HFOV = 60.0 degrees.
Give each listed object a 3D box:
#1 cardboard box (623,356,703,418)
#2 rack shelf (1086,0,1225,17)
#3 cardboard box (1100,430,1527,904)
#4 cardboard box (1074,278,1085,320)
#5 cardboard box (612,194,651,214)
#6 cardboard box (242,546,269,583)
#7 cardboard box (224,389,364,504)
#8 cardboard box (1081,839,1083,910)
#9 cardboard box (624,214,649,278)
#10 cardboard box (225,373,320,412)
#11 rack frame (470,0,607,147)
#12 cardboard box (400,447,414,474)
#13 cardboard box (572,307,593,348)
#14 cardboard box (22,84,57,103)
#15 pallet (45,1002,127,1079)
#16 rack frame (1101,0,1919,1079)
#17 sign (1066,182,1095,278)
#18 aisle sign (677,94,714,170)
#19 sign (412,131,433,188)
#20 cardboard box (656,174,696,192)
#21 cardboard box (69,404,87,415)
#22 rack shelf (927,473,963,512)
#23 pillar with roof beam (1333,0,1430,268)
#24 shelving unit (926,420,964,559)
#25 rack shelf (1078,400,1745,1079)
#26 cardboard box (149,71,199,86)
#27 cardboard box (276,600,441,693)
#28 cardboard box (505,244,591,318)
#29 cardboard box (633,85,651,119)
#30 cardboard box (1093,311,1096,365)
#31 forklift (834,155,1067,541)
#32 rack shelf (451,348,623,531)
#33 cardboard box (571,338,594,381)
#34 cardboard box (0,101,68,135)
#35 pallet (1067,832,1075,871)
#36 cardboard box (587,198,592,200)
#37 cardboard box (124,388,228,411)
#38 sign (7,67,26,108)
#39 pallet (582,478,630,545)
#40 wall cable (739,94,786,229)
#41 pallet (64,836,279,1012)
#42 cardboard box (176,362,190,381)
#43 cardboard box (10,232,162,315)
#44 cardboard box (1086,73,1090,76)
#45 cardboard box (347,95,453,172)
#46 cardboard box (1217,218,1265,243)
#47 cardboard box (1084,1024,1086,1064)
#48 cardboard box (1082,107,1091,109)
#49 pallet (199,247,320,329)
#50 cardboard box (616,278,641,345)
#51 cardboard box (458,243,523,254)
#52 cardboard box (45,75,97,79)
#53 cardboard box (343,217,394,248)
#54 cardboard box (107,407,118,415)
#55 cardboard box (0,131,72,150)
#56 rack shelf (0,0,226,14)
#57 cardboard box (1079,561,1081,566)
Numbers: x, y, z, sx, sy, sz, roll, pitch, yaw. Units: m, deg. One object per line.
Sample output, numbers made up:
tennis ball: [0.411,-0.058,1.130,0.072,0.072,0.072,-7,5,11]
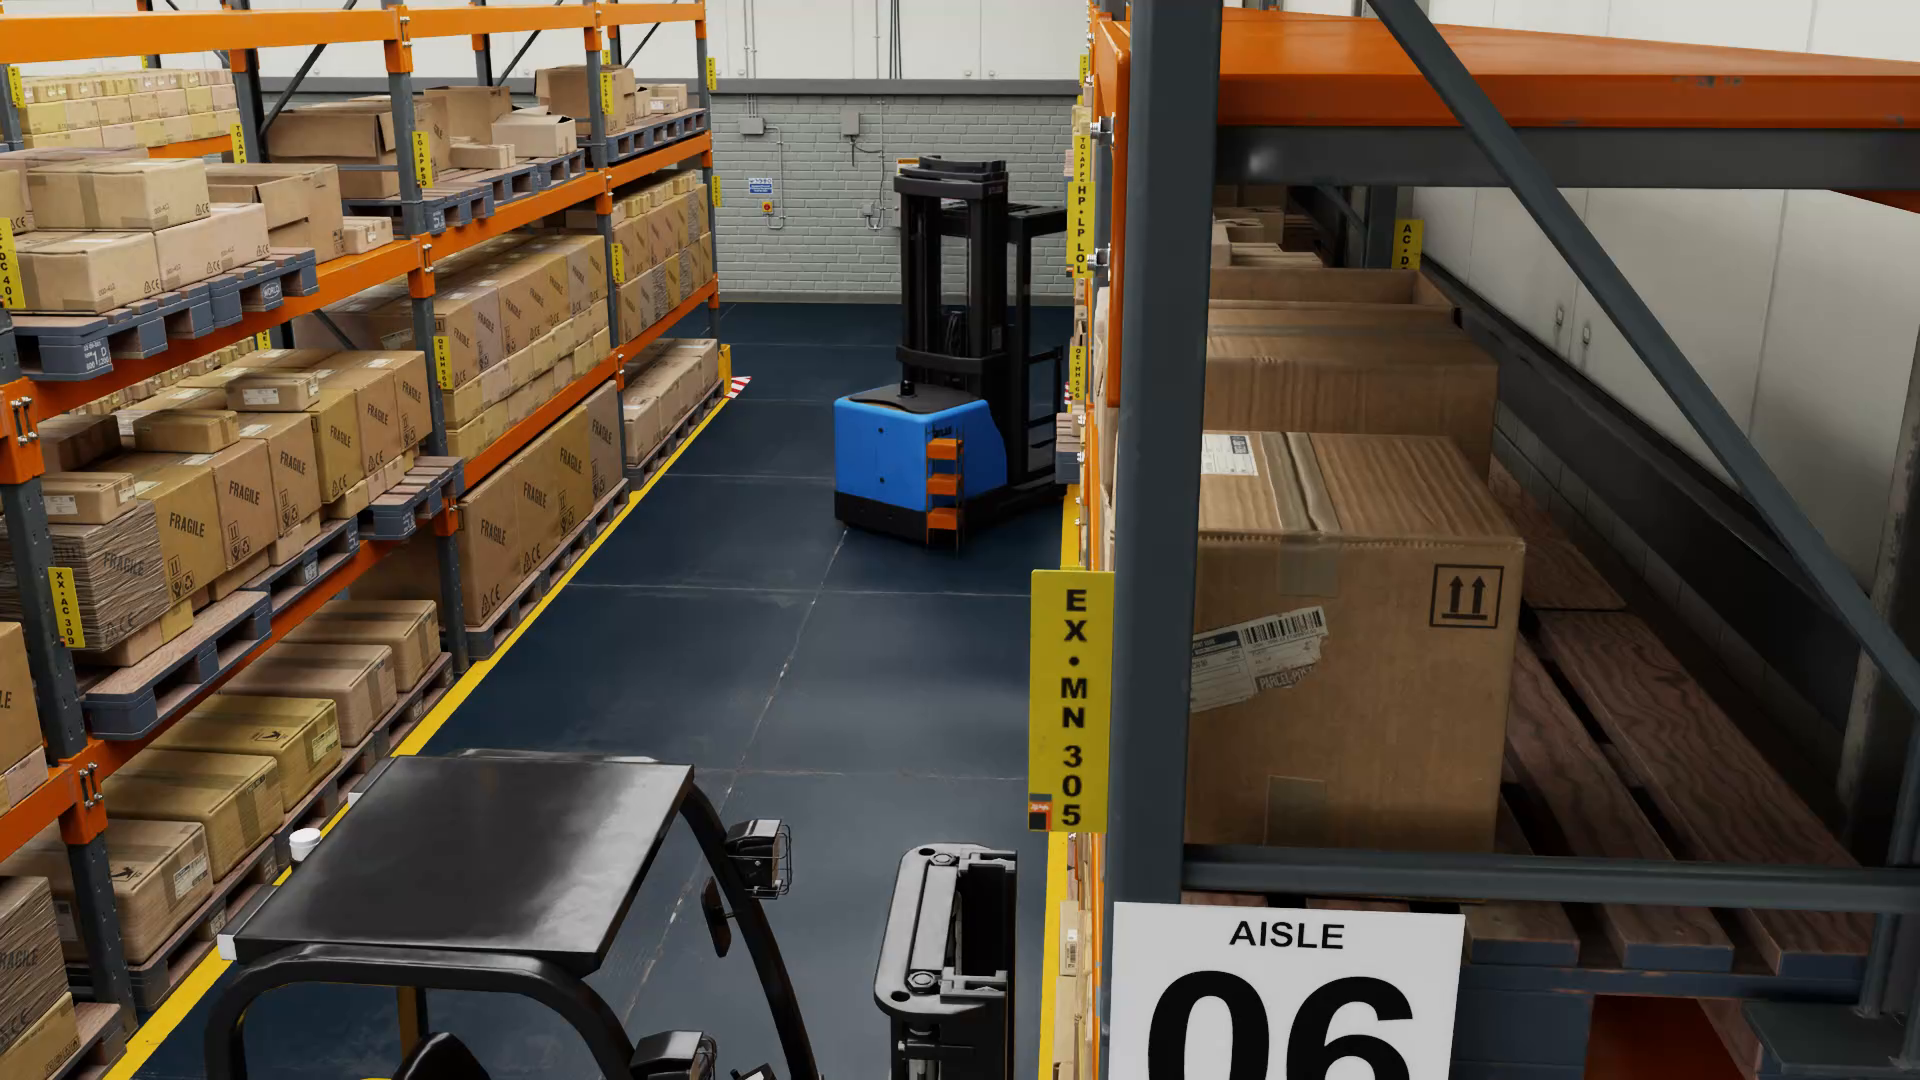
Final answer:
cardboard box: [-3.139,-1.555,16.790,0.875,0.438,0.875,2,18,5]
rack shelf: [1.674,-4.841,14.905,1.077,0.370,4.000,1,18,4]
cardboard box: [0.459,0.152,2.330,0.500,0.500,0.500,2,18,6]
cardboard box: [1.273,-1.814,13.307,0.700,0.500,0.500,2,18,5]
cardboard box: [-3.033,-3.063,15.145,0.380,0.149,0.250,1,18,2]
cardboard box: [-3.589,0.095,8.044,0.380,0.149,0.250,1,18,4]
cardboard box: [-3.524,-0.503,8.828,0.500,0.500,0.500,0,18,0]
cardboard box: [0.644,1.019,5.335,0.500,0.500,0.500,2,18,5]
cardboard box: [-3.102,-2.644,14.908,0.500,0.500,0.500,1,18,3]
cardboard box: [-3.543,-0.762,8.576,0.380,0.149,0.250,0,18,1]
rack frame: [-3.420,-4.673,13.232,1.000,3.000,0.127,1,18,4]
cardboard box: [-3.443,-0.468,9.762,0.380,0.149,0.250,2,18,5]
cardboard box: [-3.238,-1.690,13.203,0.500,0.250,0.500,2,18,5]
cardboard box: [-8.050,-3.851,14.339,0.380,0.149,0.250,1,18,2]
pallet: [-4.007,2.197,6.378,1.003,0.211,1.213,1,18,4]
rack frame: [0.670,-0.836,1.523,1.000,3.000,0.127,1,18,4]
sign: [0.415,-1.057,5.680,0.100,0.325,0.005,1,18,4]
aisle sign: [-2.819,-4.315,17.599,0.394,0.787,0.004,1,18,4]
sign: [-3.166,-2.238,9.788,0.100,0.325,0.005,1,18,4]
cardboard box: [-2.888,-3.618,16.838,0.380,0.149,0.250,1,18,3]
cardboard box: [-8.134,-1.131,15.006,0.380,0.149,0.250,2,18,6]
rack shelf: [-0.114,-0.379,12.924,0.240,0.259,0.215,5,18,14]
pillar with roof beam: [-2.244,-2.992,8.102,9.100,9.000,0.400,1,18,4]
shelving unit: [-0.114,-0.389,12.920,0.252,1.050,0.215,5,18,14]
rack shelf: [0.814,0.310,3.998,1.077,0.370,4.000,1,18,4]
cardboard box: [-7.942,-4.661,16.809,0.380,0.149,0.250,1,18,2]
cardboard box: [-3.758,0.645,10.183,0.950,0.372,0.625,0,18,0]
cardboard box: [-3.232,-2.039,13.063,0.500,0.500,0.500,2,18,5]
cardboard box: [-3.291,-4.231,16.008,0.500,0.311,0.500,2,18,5]
cardboard box: [0.622,-0.648,5.335,0.380,0.149,0.250,2,18,5]
forklift: [0.279,-1.775,14.132,1.130,2.935,3.031,14,23,37]
rack shelf: [-3.564,-0.859,12.382,1.077,0.370,4.000,1,18,4]
cardboard box: [-3.239,-1.447,13.264,0.500,0.250,0.500,1,18,3]
cardboard box: [-8.091,-3.637,14.325,0.500,0.250,0.500,2,18,6]
pallet: [1.056,1.488,8.543,1.003,0.211,1.213,1,18,4]
cardboard box: [-3.579,-3.070,15.166,0.380,0.149,0.250,1,18,3]
cardboard box: [-4.032,-0.506,8.838,0.500,0.500,0.500,2,18,5]
sign: [-7.811,-3.748,13.764,0.100,0.325,0.005,1,18,4]
pallet: [-3.401,-0.255,13.864,1.003,0.211,1.213,1,18,4]
wall cable: [-2.753,-5.314,23.140,0.585,1.953,0.123,1,18,4]
pallet: [-3.940,1.746,7.755,1.003,0.211,1.213,1,18,4]
cardboard box: [-8.006,-1.698,16.735,0.380,0.149,0.250,1,18,2]
cardboard box: [-3.552,-1.063,6.601,0.500,0.250,0.500,1,18,2]
cardboard box: [1.480,-4.398,16.170,0.500,0.250,0.500,1,18,4]
cardboard box: [-3.870,-2.806,11.517,0.500,0.500,0.500,1,18,4]
cardboard box: [1.167,-1.368,7.505,0.380,0.166,0.250,1,18,4]
cardboard box: [0.483,1.146,3.906,0.380,0.149,0.250,1,18,4]
cardboard box: [1.124,-3.239,12.765,0.380,0.149,0.250,2,18,5]
pallet: [-3.772,-1.185,7.706,1.213,0.211,1.003,1,18,4]
cardboard box: [-3.126,-2.009,14.577,0.500,0.500,0.500,2,18,6]
cardboard box: [-3.748,-2.056,13.113,0.500,0.500,0.500,1,18,4]
cardboard box: [-8.469,-4.347,15.853,0.380,0.149,0.250,2,18,6]
cardboard box: [-3.520,-1.783,9.634,0.380,0.149,0.250,1,18,4]
cardboard box: [-8.110,-1.150,15.541,0.380,0.149,0.250,1,18,4]
cardboard box: [-8.069,-3.393,14.384,0.500,0.250,0.500,2,18,7]
rack shelf: [-8.222,-5.030,15.481,1.077,0.370,4.000,1,18,4]
cardboard box: [0.767,0.288,7.165,0.500,0.250,0.500,1,18,2]
